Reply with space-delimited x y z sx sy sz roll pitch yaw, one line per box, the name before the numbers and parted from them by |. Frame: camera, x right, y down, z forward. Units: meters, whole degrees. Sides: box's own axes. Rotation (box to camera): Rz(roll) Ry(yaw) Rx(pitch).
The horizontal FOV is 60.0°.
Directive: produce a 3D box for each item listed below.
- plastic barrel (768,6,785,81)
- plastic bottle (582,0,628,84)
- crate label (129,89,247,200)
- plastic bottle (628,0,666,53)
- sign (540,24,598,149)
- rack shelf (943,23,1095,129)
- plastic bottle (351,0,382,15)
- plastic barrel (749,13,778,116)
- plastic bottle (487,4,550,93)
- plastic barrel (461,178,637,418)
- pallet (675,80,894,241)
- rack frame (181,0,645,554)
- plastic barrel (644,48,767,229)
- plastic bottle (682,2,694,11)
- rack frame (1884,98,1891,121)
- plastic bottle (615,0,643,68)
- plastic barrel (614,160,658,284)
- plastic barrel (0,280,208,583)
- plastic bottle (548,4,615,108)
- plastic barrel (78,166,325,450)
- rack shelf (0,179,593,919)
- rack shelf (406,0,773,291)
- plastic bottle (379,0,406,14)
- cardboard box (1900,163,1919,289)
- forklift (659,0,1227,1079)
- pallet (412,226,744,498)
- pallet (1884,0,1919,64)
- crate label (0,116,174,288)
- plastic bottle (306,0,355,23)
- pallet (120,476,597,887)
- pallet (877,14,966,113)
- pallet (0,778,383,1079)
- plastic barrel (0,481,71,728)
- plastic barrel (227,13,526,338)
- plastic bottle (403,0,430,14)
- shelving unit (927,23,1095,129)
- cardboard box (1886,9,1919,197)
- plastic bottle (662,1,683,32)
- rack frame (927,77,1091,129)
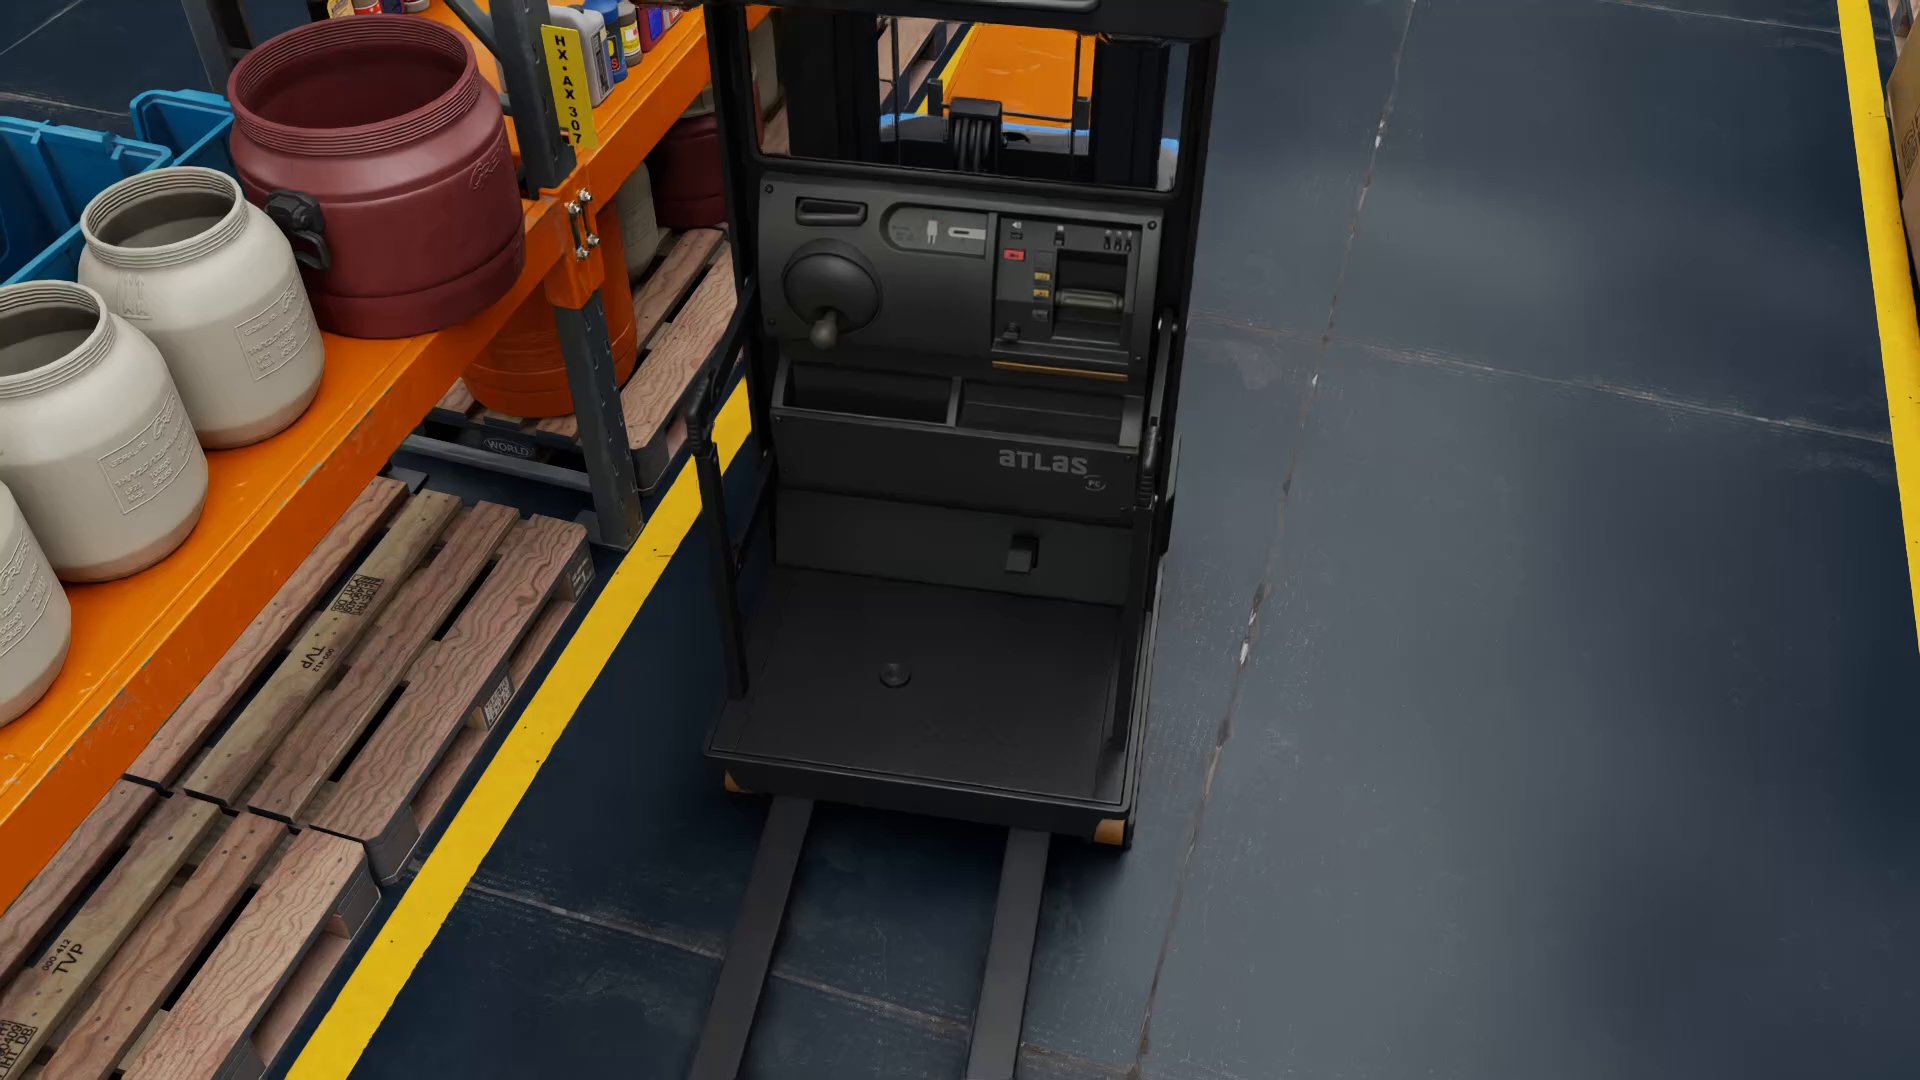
plastic barrel | -0.681 -2.412 6.770 0.600 0.901 0.708 13 46 13
plastic bottle | -0.996 -1.422 4.651 0.097 0.271 0.097 0 44 0
crate label | -1.981 -0.916 4.161 0.303 0.233 0.416 13 46 13
plastic bottle | -0.915 -1.565 4.788 0.061 0.283 0.133 13 46 13
sign | -0.970 -1.123 4.137 0.100 0.325 0.005 13 46 13
rack shelf | 0.264 -1.520 5.581 0.538 0.278 1.000 9 45 9
plastic bottle | -1.728 -1.539 4.820 0.097 0.201 0.097 0 44 0
plastic barrel | -0.937 -1.916 6.541 0.421 0.512 0.421 0 44 0
plastic bottle | -1.203 -1.385 4.609 0.152 0.276 0.135 13 46 13
plastic barrel | -1.365 -0.881 5.257 0.600 0.830 0.708 13 46 13
pallet | -0.926 -1.525 6.658 1.003 0.211 1.213 13 46 13
rack frame | -1.497 -1.177 4.308 1.000 3.000 0.127 13 46 13
plastic barrel | -1.023 -1.548 6.111 0.600 0.588 0.708 13 46 13
plastic bottle | -0.833 -1.743 4.970 0.061 0.283 0.133 13 46 13
rack frame | 4.435 -2.794 5.961 1.000 3.000 0.127 13 46 13
plastic bottle | -0.967 -1.462 4.742 0.097 0.201 0.097 0 44 0
plastic barrel | -1.279 -1.163 5.772 0.421 0.512 0.421 0 44 0
plastic barrel | -1.732 -0.205 3.235 0.421 0.512 0.421 0 44 0
plastic bottle | -1.058 -1.352 4.576 0.152 0.276 0.135 13 46 13
plastic barrel | -1.605 -0.486 3.522 0.421 0.512 0.421 0 44 0
rack shelf | -2.102 0.413 3.197 1.077 0.370 4.000 13 46 13
rack shelf | -0.891 -2.253 5.922 1.077 0.370 4.000 13 46 13
plastic bottle | -1.711 -1.649 4.874 0.061 0.283 0.133 13 46 13
cardboard box | 3.991 -1.158 5.508 1.225 0.875 0.875 11 45 11
forklift | -0.042 -0.518 3.684 1.130 2.935 3.031 7 45 7
pallet | -1.298 -0.715 5.829 1.003 0.211 1.213 13 46 13
pallet | 4.740 -2.288 7.437 1.003 0.211 1.213 13 46 13
crate label | -2.055 -0.585 3.677 0.502 0.435 0.616 13 46 13
plastic bottle | -1.781 -1.495 4.717 0.061 0.283 0.133 13 46 13
pallet | -1.768 0.328 4.764 1.003 0.211 1.213 13 46 13
pallet | -0.559 -2.341 7.491 1.003 0.211 1.213 13 46 13
pallet | -2.140 1.138 3.936 1.003 0.211 1.213 13 46 13
plastic barrel | -1.856 0.072 2.934 0.433 0.535 0.433 0 44 0
plastic barrel | -1.348 -0.852 3.879 0.600 0.536 0.708 13 46 13
plastic bottle | -1.659 -1.693 4.977 0.097 0.201 0.097 0 44 0
shelving unit | 0.264 -1.311 5.785 0.538 1.125 1.048 9 45 9
cardboard box | 4.260 -1.754 6.117 1.225 0.875 0.875 13 46 13
plastic bottle | -0.917 -1.661 4.891 0.152 0.276 0.135 13 46 13
rack frame | 0.147 -0.965 5.432 0.500 1.125 0.032 9 45 9
